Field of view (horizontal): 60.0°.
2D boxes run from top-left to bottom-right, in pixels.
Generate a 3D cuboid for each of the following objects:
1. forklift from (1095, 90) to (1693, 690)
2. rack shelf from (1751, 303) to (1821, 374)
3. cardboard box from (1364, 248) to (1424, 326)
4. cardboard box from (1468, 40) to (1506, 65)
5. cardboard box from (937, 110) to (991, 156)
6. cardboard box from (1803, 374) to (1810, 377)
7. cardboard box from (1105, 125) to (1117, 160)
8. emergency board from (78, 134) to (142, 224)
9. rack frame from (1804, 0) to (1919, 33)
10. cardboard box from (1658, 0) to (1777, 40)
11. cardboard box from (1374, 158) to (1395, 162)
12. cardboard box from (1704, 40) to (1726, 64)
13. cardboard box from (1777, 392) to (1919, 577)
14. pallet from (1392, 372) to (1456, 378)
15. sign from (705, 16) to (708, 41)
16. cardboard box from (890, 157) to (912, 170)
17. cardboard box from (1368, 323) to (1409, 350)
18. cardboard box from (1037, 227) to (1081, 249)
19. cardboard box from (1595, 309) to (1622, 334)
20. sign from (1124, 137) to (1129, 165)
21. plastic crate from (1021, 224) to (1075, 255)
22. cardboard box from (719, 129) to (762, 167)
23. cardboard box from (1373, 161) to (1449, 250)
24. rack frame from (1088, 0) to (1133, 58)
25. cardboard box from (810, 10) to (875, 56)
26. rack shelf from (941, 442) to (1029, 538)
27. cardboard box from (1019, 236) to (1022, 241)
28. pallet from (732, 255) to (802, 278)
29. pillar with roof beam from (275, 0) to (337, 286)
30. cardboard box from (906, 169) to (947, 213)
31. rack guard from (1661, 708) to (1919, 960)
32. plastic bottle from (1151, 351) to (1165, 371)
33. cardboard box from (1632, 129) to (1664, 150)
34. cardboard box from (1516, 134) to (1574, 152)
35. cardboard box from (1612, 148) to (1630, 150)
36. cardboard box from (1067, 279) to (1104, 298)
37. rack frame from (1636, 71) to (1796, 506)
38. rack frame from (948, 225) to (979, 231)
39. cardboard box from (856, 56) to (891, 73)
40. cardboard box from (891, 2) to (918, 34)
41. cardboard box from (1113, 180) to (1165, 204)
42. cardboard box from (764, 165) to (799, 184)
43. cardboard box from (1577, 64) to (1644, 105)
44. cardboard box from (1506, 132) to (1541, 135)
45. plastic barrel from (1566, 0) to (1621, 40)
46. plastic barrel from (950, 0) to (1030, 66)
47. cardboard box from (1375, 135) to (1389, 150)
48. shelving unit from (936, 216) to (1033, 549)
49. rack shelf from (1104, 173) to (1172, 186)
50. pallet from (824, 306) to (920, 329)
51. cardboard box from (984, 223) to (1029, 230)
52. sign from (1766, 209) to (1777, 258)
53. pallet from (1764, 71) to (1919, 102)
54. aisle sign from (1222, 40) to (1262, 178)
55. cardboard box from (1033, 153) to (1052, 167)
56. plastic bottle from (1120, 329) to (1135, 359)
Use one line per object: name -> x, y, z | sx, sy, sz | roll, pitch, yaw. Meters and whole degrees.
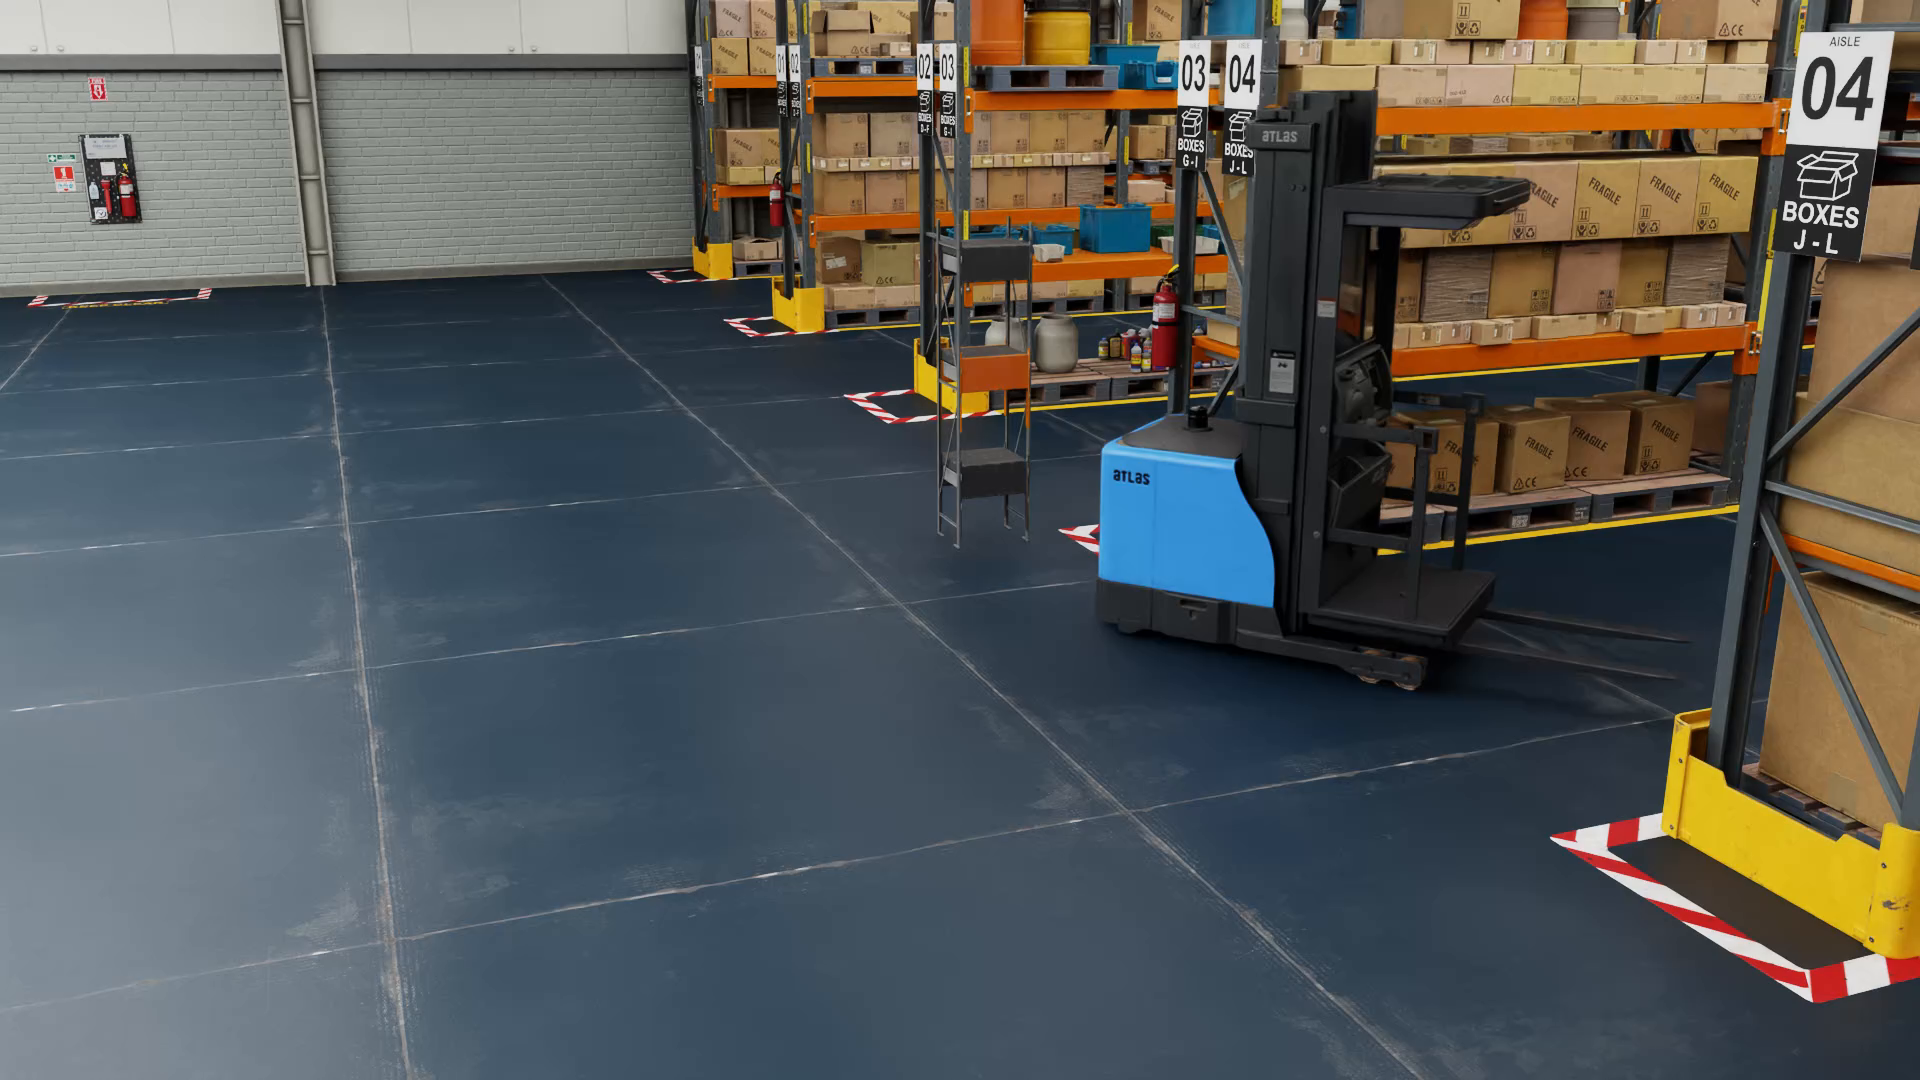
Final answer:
forklift -> 2.298, -0.812, 8.662 | 3.031, 2.935, 1.130 | 9, 19, 28
rack shelf -> 7.234, -1.676, 12.758 | 4.000, 0.370, 1.077 | -6, 17, -20
cardboard box -> 2.579, -1.737, 10.984 | 0.500, 0.500, 0.875 | -6, 17, -20
cardboard box -> 3.198, -3.064, 10.442 | 0.250, 0.149, 0.380 | -7, 18, -23
cardboard box -> 0.007, -4.898, 19.975 | 0.500, 0.500, 0.700 | -6, 17, -20
cardboard box -> 6.922, -0.987, 12.791 | 0.500, 0.500, 0.700 | -8, 18, -25
cardboard box -> 2.193, -6.210, 25.963 | 0.500, 0.500, 0.700 | -6, 17, -20
emergency board -> -11.266, -4.780, 22.051 | 0.643, 1.169, 0.194 | -6, 17, -20
rack frame -> 3.312, -2.979, 5.272 | 0.127, 3.000, 1.000 | -6, 17, -20
cardboard box -> 5.037, -3.577, 11.038 | 0.500, 0.500, 0.500 | -7, 18, -22
cardboard box -> 2.521, -2.259, 10.986 | 0.500, 0.500, 0.500 | -6, 17, -20
cardboard box -> 4.884, -3.266, 11.131 | 0.250, 0.149, 0.380 | -6, 17, -19
cardboard box -> 3.642, -0.222, 6.265 | 0.550, 0.550, 0.875 | -6, 17, -20
pallet -> 4.313, -1.874, 17.105 | 1.213, 0.211, 1.003 | -6, 17, -20
sign -> -3.492, -7.042, 22.878 | 0.005, 0.325, 0.100 | -6, 17, -20
cardboard box -> -0.751, -4.442, 19.572 | 0.250, 0.149, 0.380 | -6, 18, -21
cardboard box -> 2.688, -1.334, 10.761 | 0.250, 0.149, 0.380 | -6, 17, -20
cardboard box -> 1.280, -3.704, 21.190 | 0.500, 0.500, 0.500 | -6, 17, -20
cardboard box -> 4.305, -1.523, 11.405 | 0.250, 0.149, 0.380 | -6, 17, -20
sign -> 2.025, -4.734, 20.217 | 0.005, 0.325, 0.100 | -6, 17, -20
plastic crate -> 0.828, -2.841, 15.713 | 0.408, 0.251, 0.499 | -6, 17, -20
cardboard box -> -3.133, -5.592, 23.717 | 0.500, 0.500, 0.500 | -6, 17, -20
cardboard box -> 2.712, -2.119, 10.509 | 0.500, 0.500, 0.500 | -6, 17, -20
rack frame -> 1.825, -7.304, 20.001 | 0.127, 3.000, 1.000 | -6, 17, -20
cardboard box -> -1.372, -5.837, 19.151 | 0.637, 0.503, 0.797 | -5, 17, -16
rack shelf -> 0.155, -0.339, 11.060 | 0.480, 0.518, 0.431 | -6, 17, -20
cardboard box -> 0.534, -3.465, 20.378 | 0.500, 0.500, 0.500 | -6, 17, -20
pallet -> -2.844, -4.068, 24.576 | 1.213, 0.211, 1.003 | -6, 17, -20
pillar with roof beam -> -7.404, -6.765, 18.163 | 0.400, 9.000, 9.100 | -6, 17, -20
cardboard box -> -0.515, -4.217, 19.958 | 0.500, 0.500, 0.700 | -6, 17, -20
rack guard -> 3.289, 1.101, 6.462 | 0.348, 0.500, 1.175 | -6, 17, -20
plastic bottle -> 1.881, -1.746, 15.759 | 0.133, 0.283, 0.061 | -6, 17, -19
cardboard box -> 9.836, -5.734, 23.348 | 0.500, 0.500, 0.500 | -6, 17, -19
cardboard box -> 8.154, -5.407, 23.265 | 0.500, 0.500, 0.700 | -3, 17, -11
cardboard box -> 9.670, -5.398, 23.981 | 0.500, 0.500, 0.500 | -6, 17, -19
cardboard box -> 1.470, -3.204, 20.820 | 0.500, 0.250, 0.500 | -6, 17, -20
rack frame -> 5.366, -1.819, 11.970 | 0.127, 3.000, 1.000 | -6, 17, -20
rack frame -> 0.049, -5.729, 25.284 | 0.127, 3.000, 1.000 | -6, 17, -20
cardboard box -> -1.315, -6.996, 24.063 | 0.500, 0.500, 0.500 | -7, 18, -22
cardboard box -> -0.833, -7.525, 24.089 | 0.500, 0.500, 0.500 | -5, 17, -17
cardboard box -> 2.269, -4.415, 21.076 | 0.500, 0.250, 0.500 | -5, 17, -17
cardboard box -> -2.637, -5.285, 24.003 | 0.500, 0.250, 0.500 | -7, 18, -22
cardboard box -> 4.069, -2.969, 10.828 | 0.500, 0.250, 0.500 | -6, 18, -20
cardboard box -> 9.391, -6.878, 28.664 | 0.700, 0.700, 0.980 | -7, 18, -23
plastic barrel -> 6.485, -5.180, 17.200 | 0.600, 0.901, 0.600 | 0, 16, 0
plastic barrel -> 0.267, -4.648, 14.772 | 0.708, 0.830, 0.600 | -6, 17, -20
cardboard box -> 6.706, -6.569, 27.403 | 0.500, 0.500, 0.500 | -6, 17, -20
shelving unit -> 0.155, -1.024, 10.859 | 0.503, 2.100, 0.431 | -6, 17, -20
rack shelf -> 1.917, -5.585, 26.072 | 4.000, 0.370, 1.077 | -6, 17, -20
pallet -> -1.211, -2.773, 20.166 | 1.213, 0.211, 1.003 | -6, 17, -20
cardboard box -> 0.730, -4.819, 25.841 | 0.500, 0.500, 0.700 | -6, 17, -18
sign -> 5.568, -2.093, 11.364 | 0.005, 0.325, 0.100 | -6, 17, -20
pallet -> 5.981, -3.203, 11.690 | 1.003, 0.211, 1.213 | -6, 17, -20
aisle sign -> 1.681, -2.578, 9.940 | 0.004, 0.787, 0.394 | -6, 17, -20
cardboard box -> 0.928, -4.623, 20.189 | 0.250, 0.149, 0.380 | -6, 17, -20
plastic bottle -> 1.662, -1.942, 16.441 | 0.135, 0.276, 0.152 | -6, 17, -20
